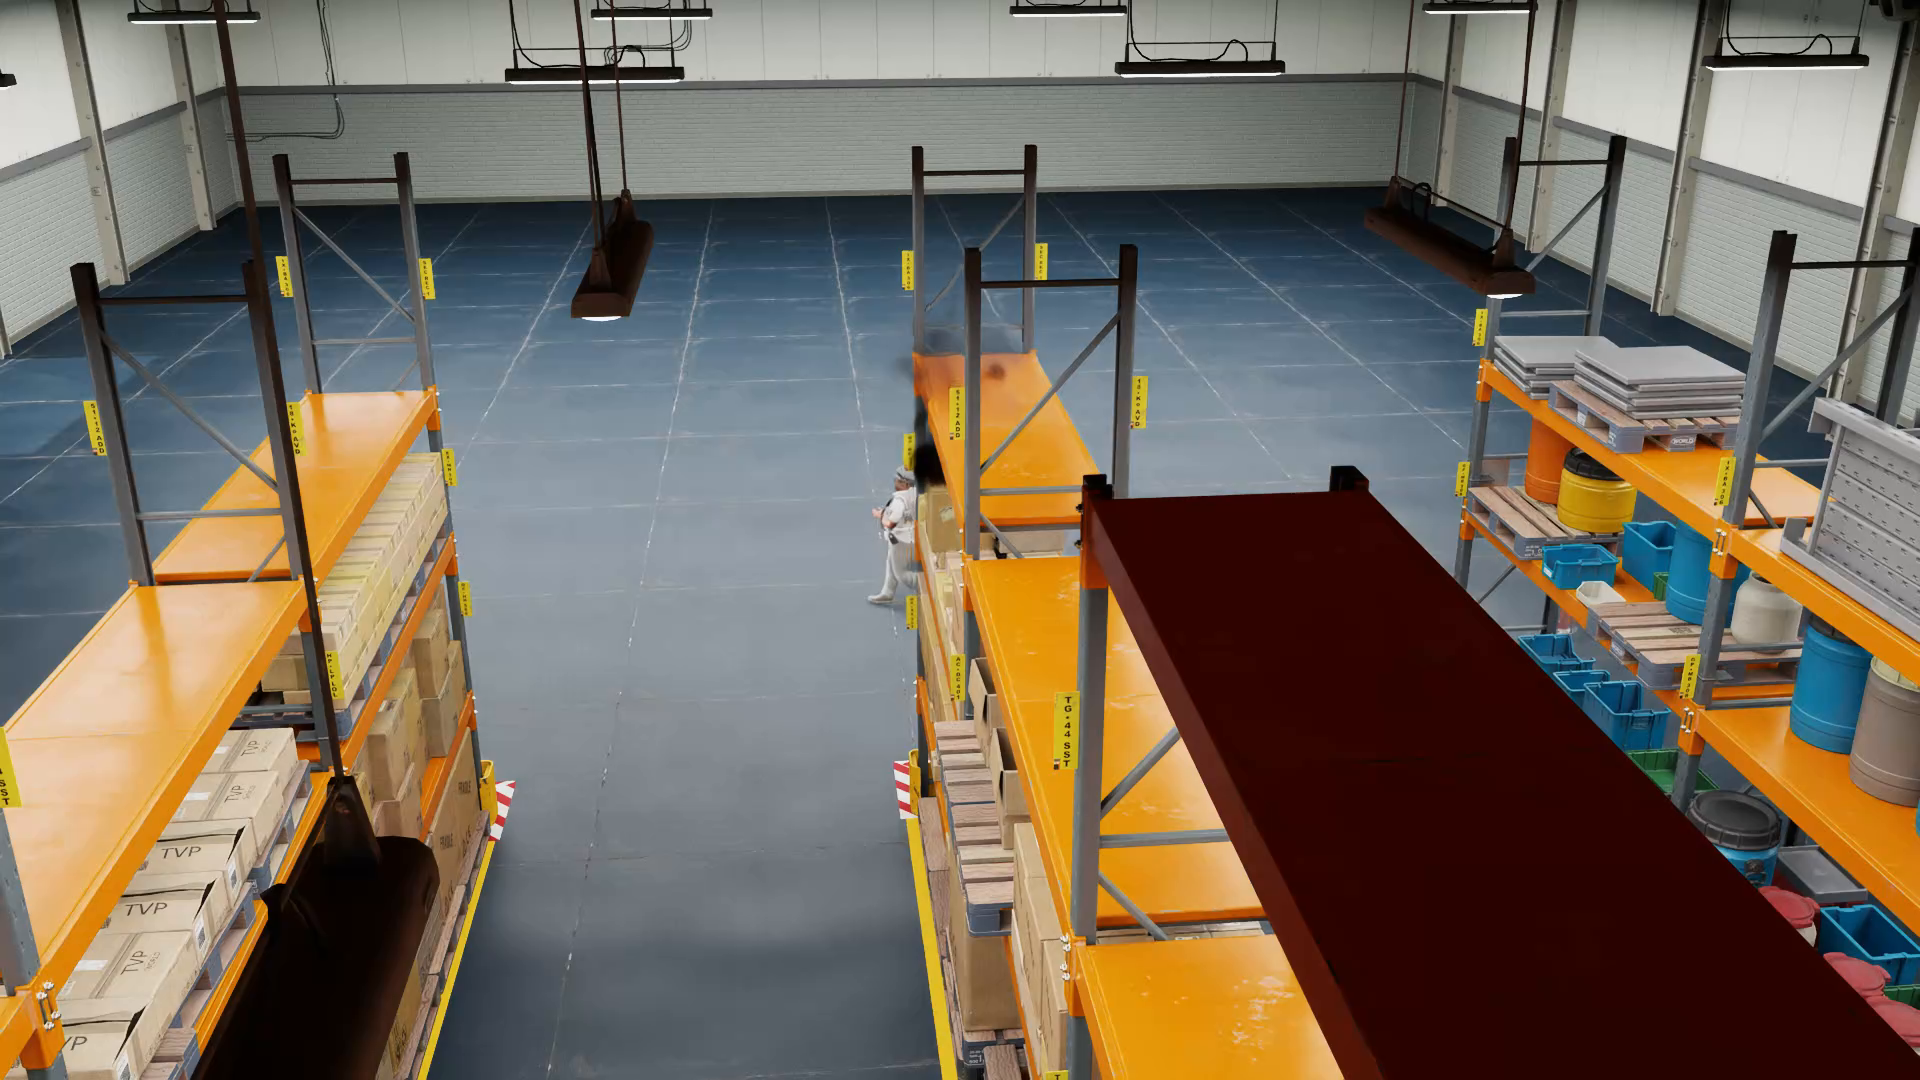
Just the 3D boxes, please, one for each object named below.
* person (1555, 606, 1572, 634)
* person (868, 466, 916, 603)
[{"bbox_3d":[7.088,0.425,18.379,1.011,1.659,0.598,7,23,18],"label":"person"},{"bbox_3d":[-0.655,-0.016,19.229,0.986,1.761,0.668,9,23,21],"label":"person"}]
